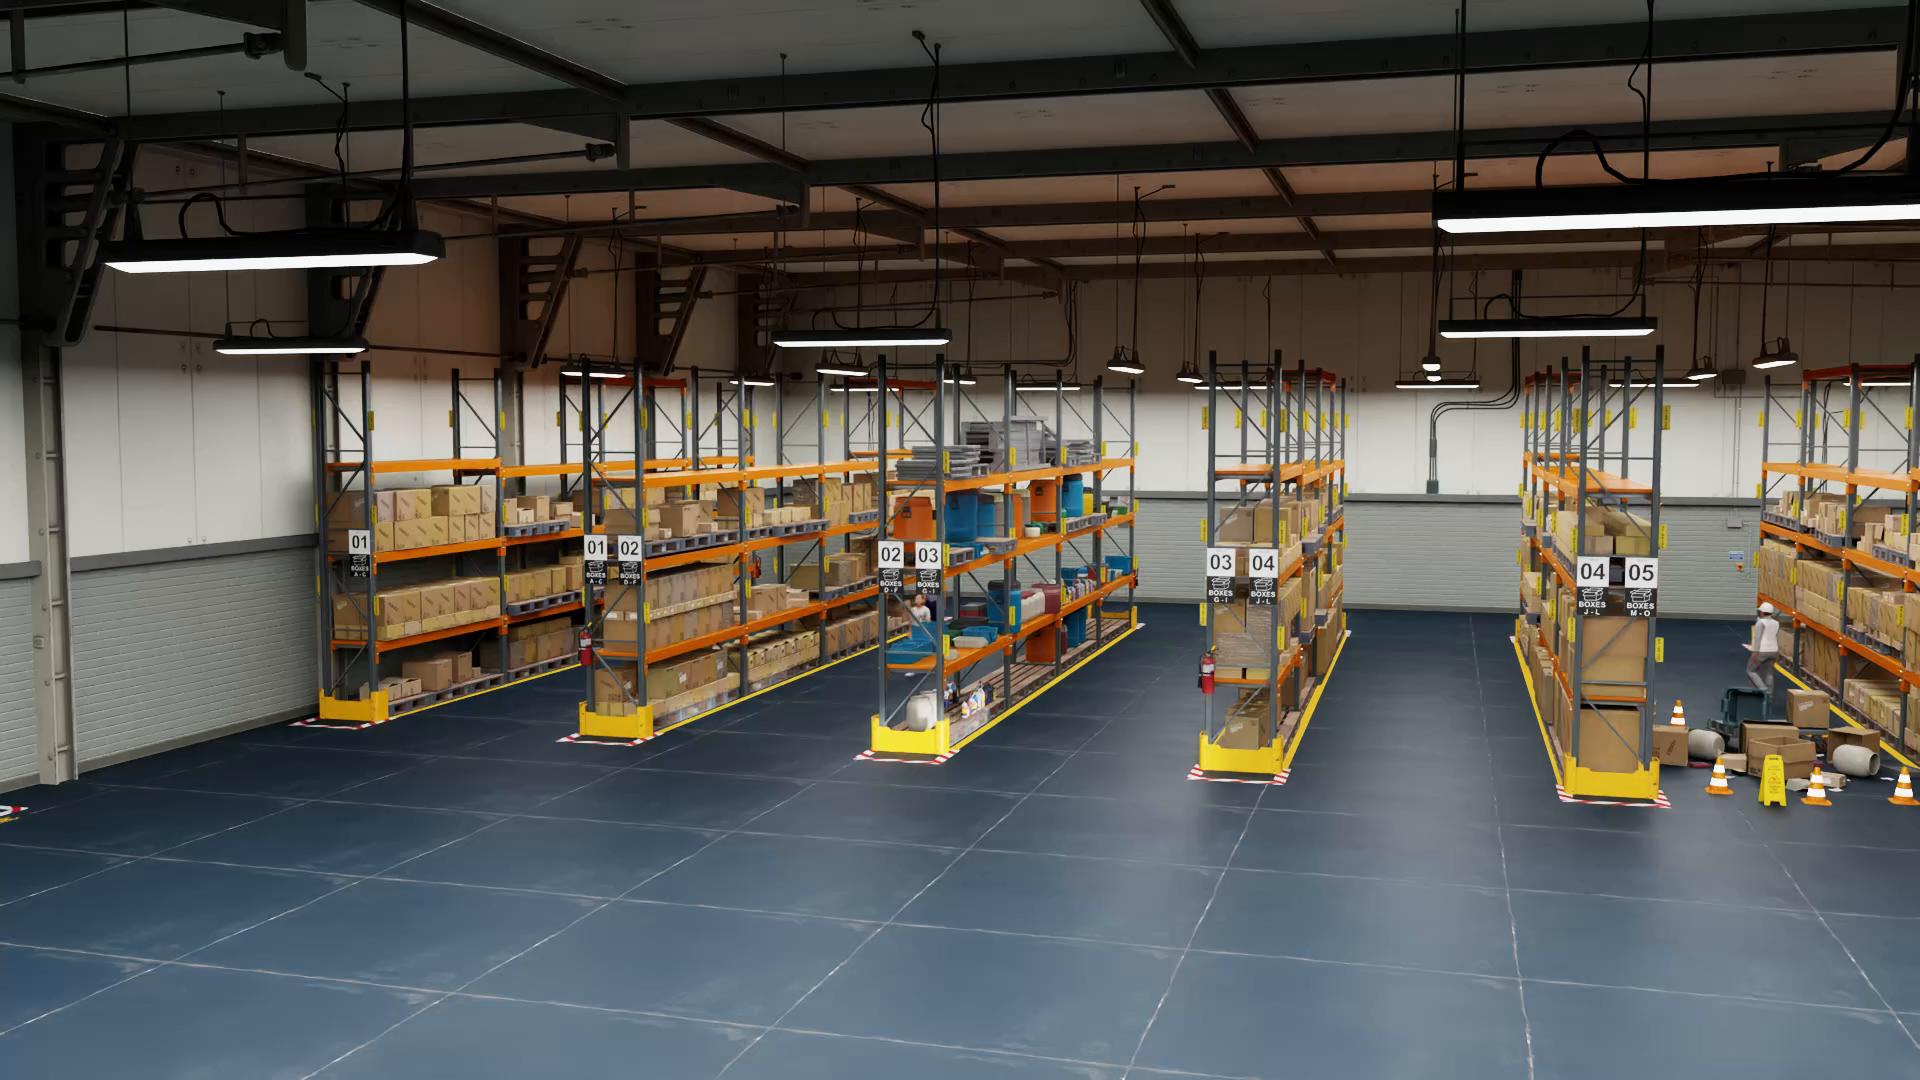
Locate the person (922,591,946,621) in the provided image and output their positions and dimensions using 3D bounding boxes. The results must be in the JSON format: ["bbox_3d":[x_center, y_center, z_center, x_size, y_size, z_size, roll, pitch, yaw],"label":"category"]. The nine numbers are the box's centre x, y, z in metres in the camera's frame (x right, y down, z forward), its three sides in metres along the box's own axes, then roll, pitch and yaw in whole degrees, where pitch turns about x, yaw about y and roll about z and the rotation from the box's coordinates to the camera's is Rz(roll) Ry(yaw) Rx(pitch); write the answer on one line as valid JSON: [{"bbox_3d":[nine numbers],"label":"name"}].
[{"bbox_3d":[-0.603,1.500,37.849,0.510,1.572,1.053,1,4,15],"label":"person"}]

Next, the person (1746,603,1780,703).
[{"bbox_3d":[14.349,2.001,29.600,0.569,1.773,0.463,-1,4,-16],"label":"person"}]

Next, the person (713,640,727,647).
[{"bbox_3d":[-5.112,1.682,34.895,0.490,1.668,0.507,4,5,42],"label":"person"}]

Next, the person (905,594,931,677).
[{"bbox_3d":[-0.813,1.848,32.656,0.508,1.603,1.064,1,4,17],"label":"person"}]
